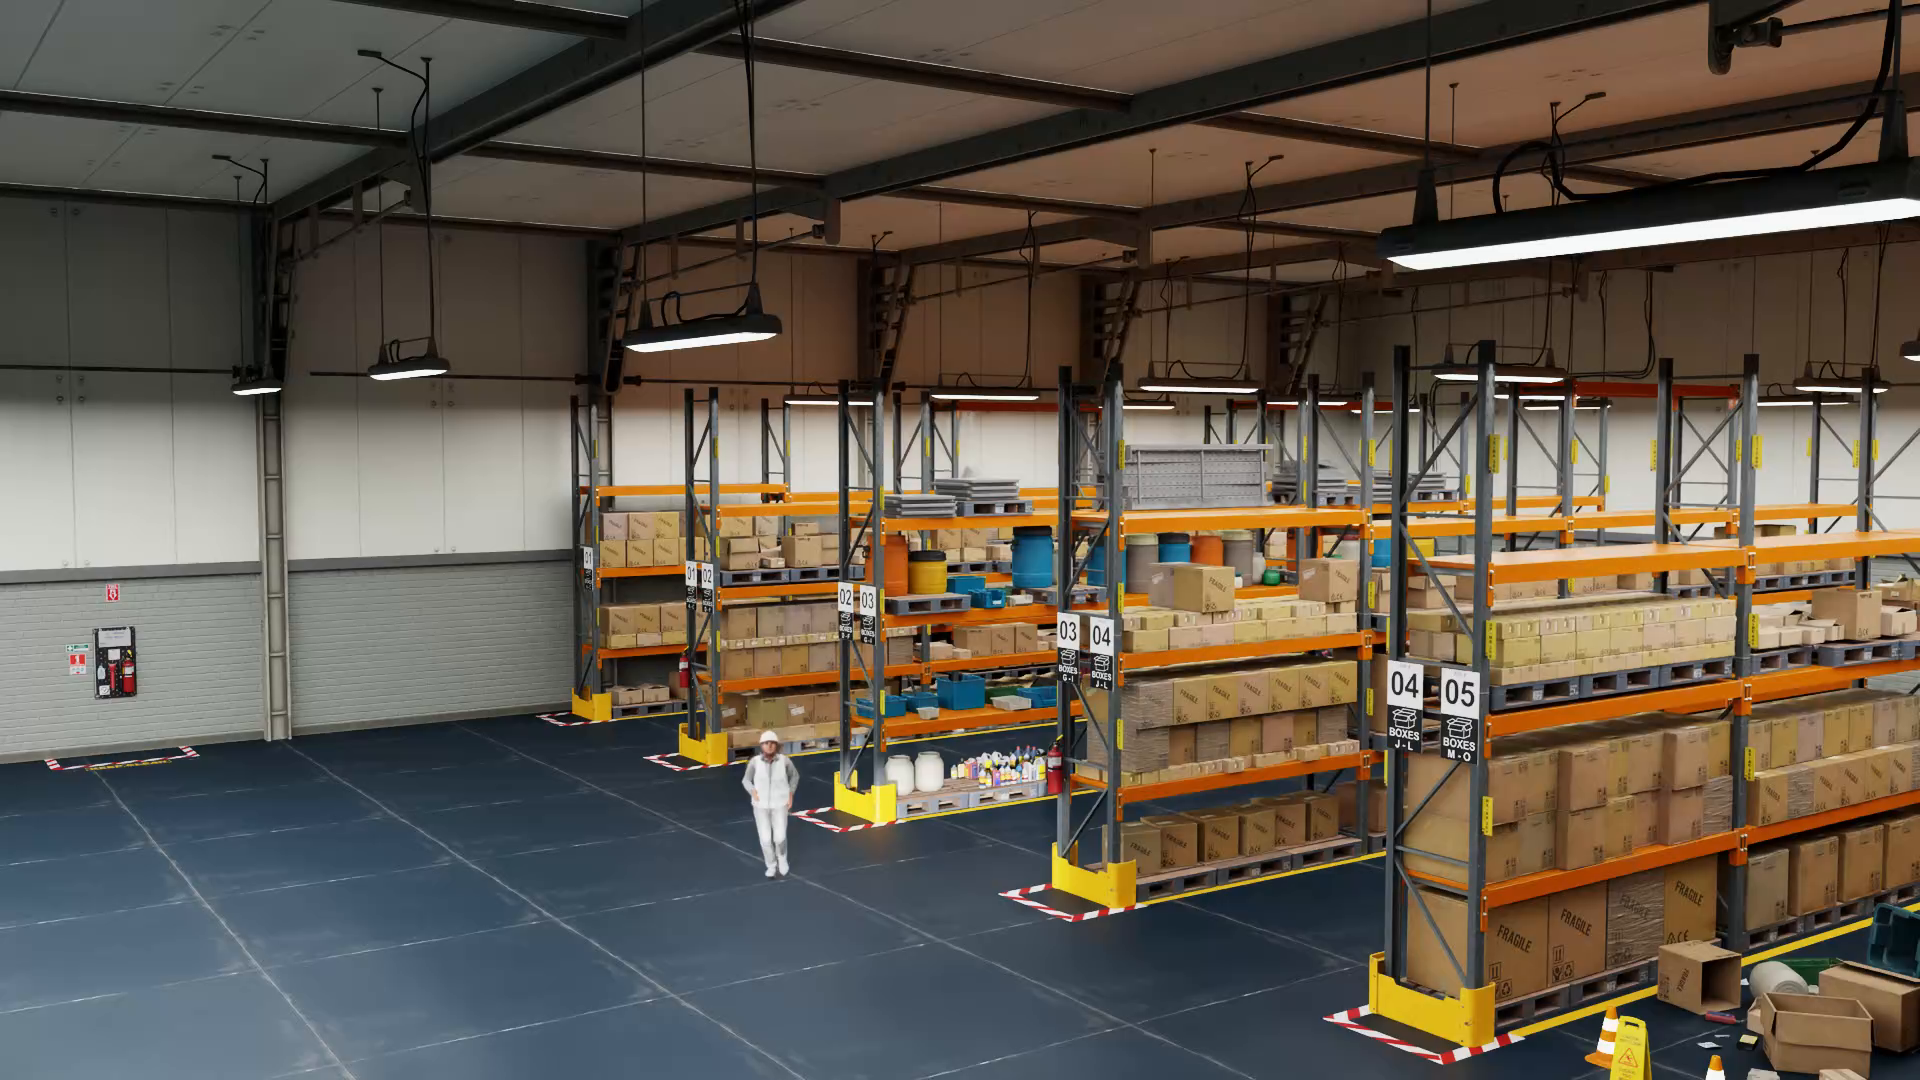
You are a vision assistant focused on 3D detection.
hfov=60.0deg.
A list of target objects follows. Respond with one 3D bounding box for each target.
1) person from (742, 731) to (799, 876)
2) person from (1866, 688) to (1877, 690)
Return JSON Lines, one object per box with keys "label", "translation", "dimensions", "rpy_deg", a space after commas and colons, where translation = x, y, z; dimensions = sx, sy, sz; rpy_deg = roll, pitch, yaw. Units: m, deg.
{"label": "person", "translation": [-2.230, 3.111, 19.528], "dimensions": [0.660, 1.734, 0.596], "rpy_deg": [0, 3, -2]}
{"label": "person", "translation": [12.712, 2.928, 23.241], "dimensions": [0.577, 1.740, 0.726], "rpy_deg": [3, 5, 45]}
